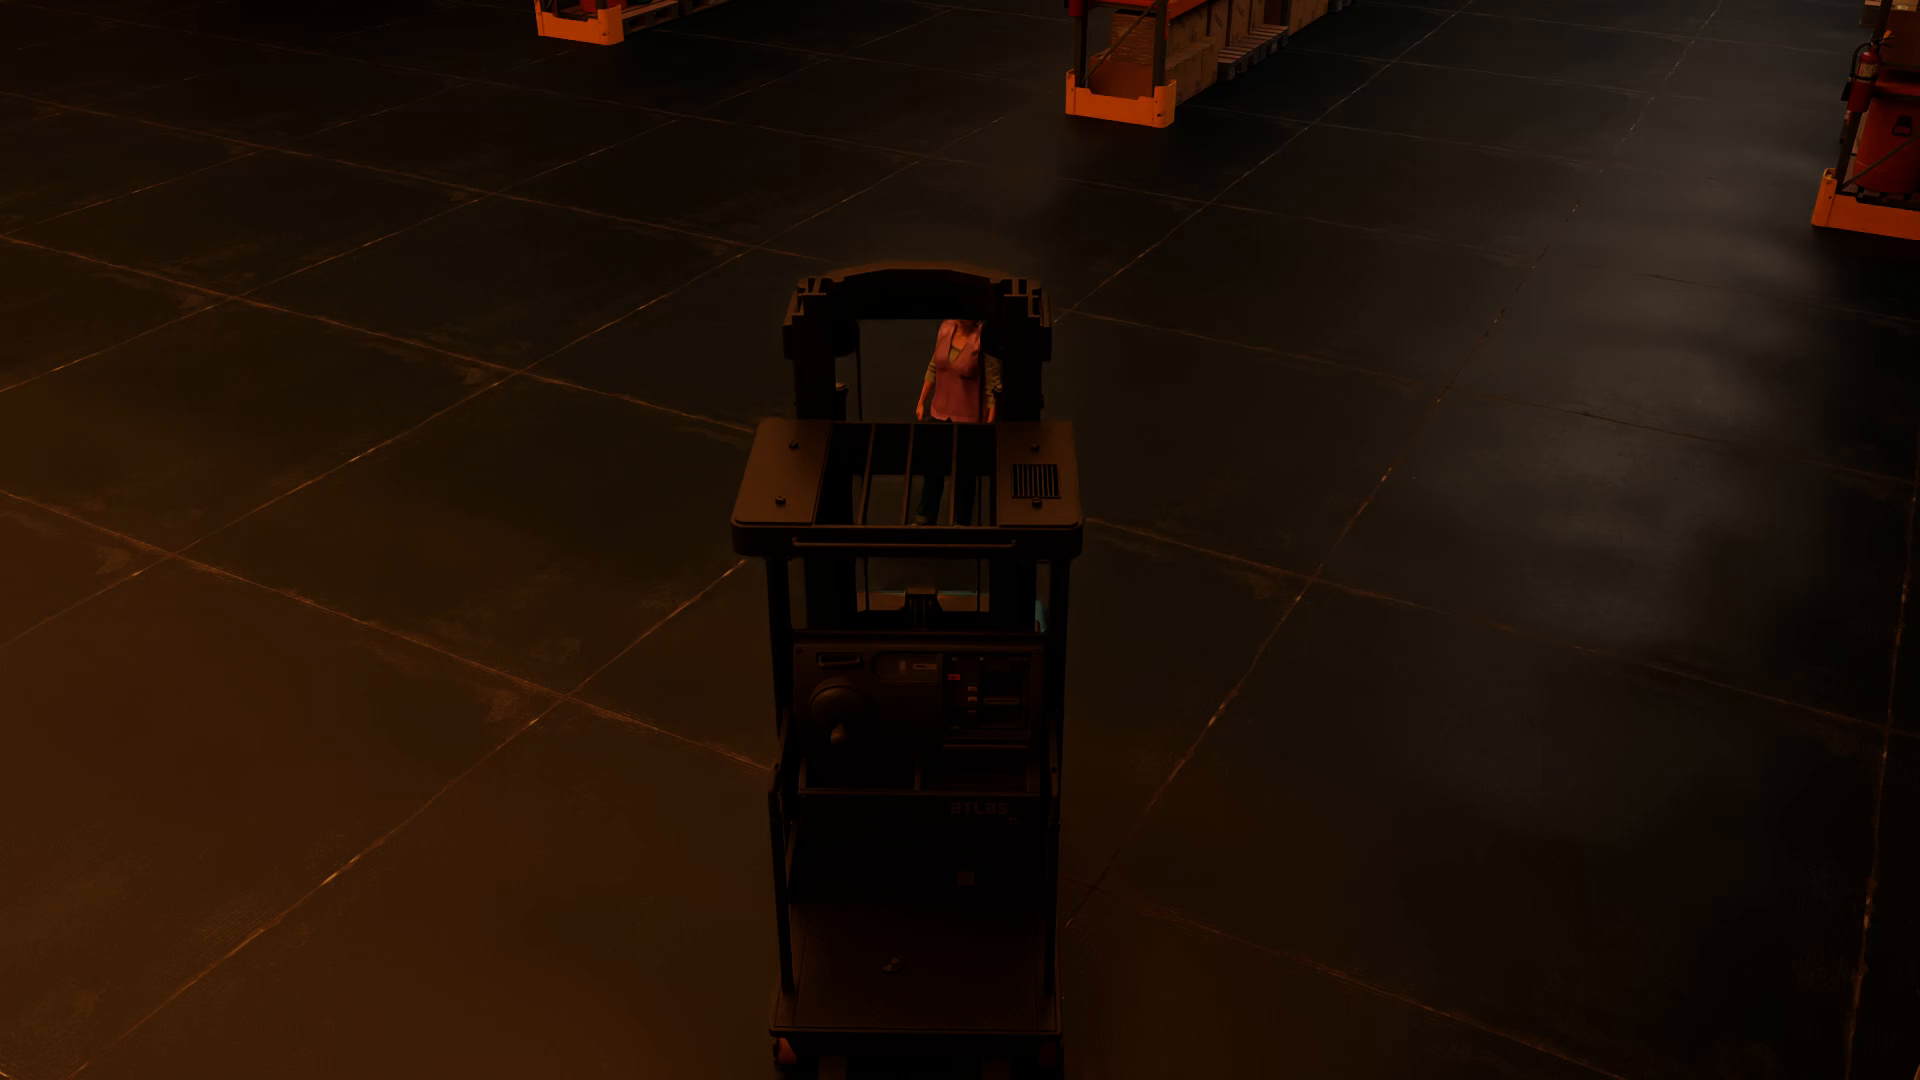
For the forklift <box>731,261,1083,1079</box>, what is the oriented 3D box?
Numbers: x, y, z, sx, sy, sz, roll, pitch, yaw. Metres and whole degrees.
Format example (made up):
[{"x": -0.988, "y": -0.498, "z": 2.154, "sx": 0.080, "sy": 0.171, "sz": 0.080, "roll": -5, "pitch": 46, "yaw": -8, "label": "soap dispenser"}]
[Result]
[{"x": -0.156, "y": 0.621, "z": 5.995, "sx": 1.130, "sy": 2.935, "sz": 3.031, "roll": 1, "pitch": 30, "yaw": 1, "label": "forklift"}]

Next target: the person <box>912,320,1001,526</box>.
[{"x": -0.049, "y": -0.659, "z": 9.555, "sx": 0.520, "sy": 1.576, "sz": 0.473, "roll": 15, "pitch": 33, "yaw": 25, "label": "person"}]
